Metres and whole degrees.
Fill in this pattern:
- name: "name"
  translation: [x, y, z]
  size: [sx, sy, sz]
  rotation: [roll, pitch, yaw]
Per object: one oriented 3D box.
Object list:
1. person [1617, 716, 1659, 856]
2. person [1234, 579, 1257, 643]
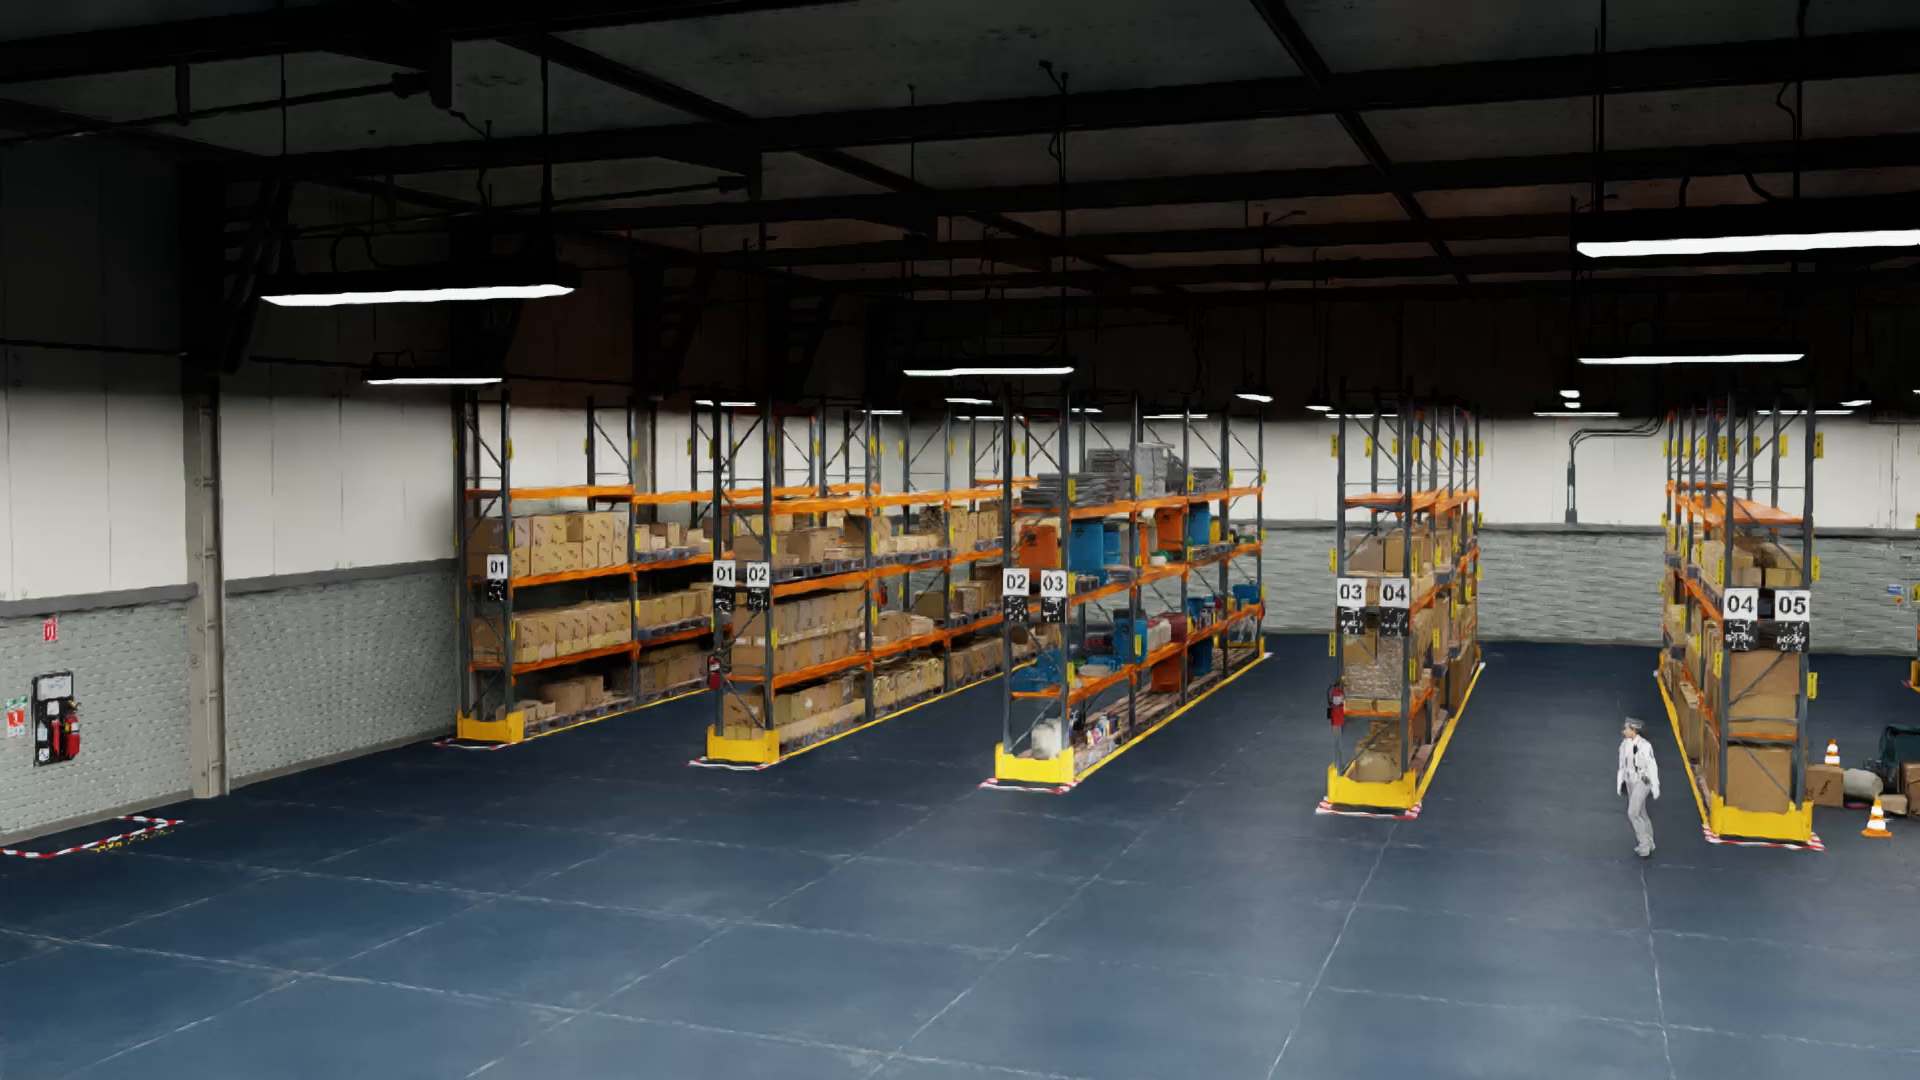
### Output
- name: "person"
  translation: [8.407, 3.023, 20.586]
  size: [0.466, 1.665, 0.593]
  rotation: [-1, 3, -14]
- name: "person"
  translation: [7.369, 1.832, 42.581]
  size: [0.657, 1.671, 0.460]
  rotation: [-2, 4, -26]
